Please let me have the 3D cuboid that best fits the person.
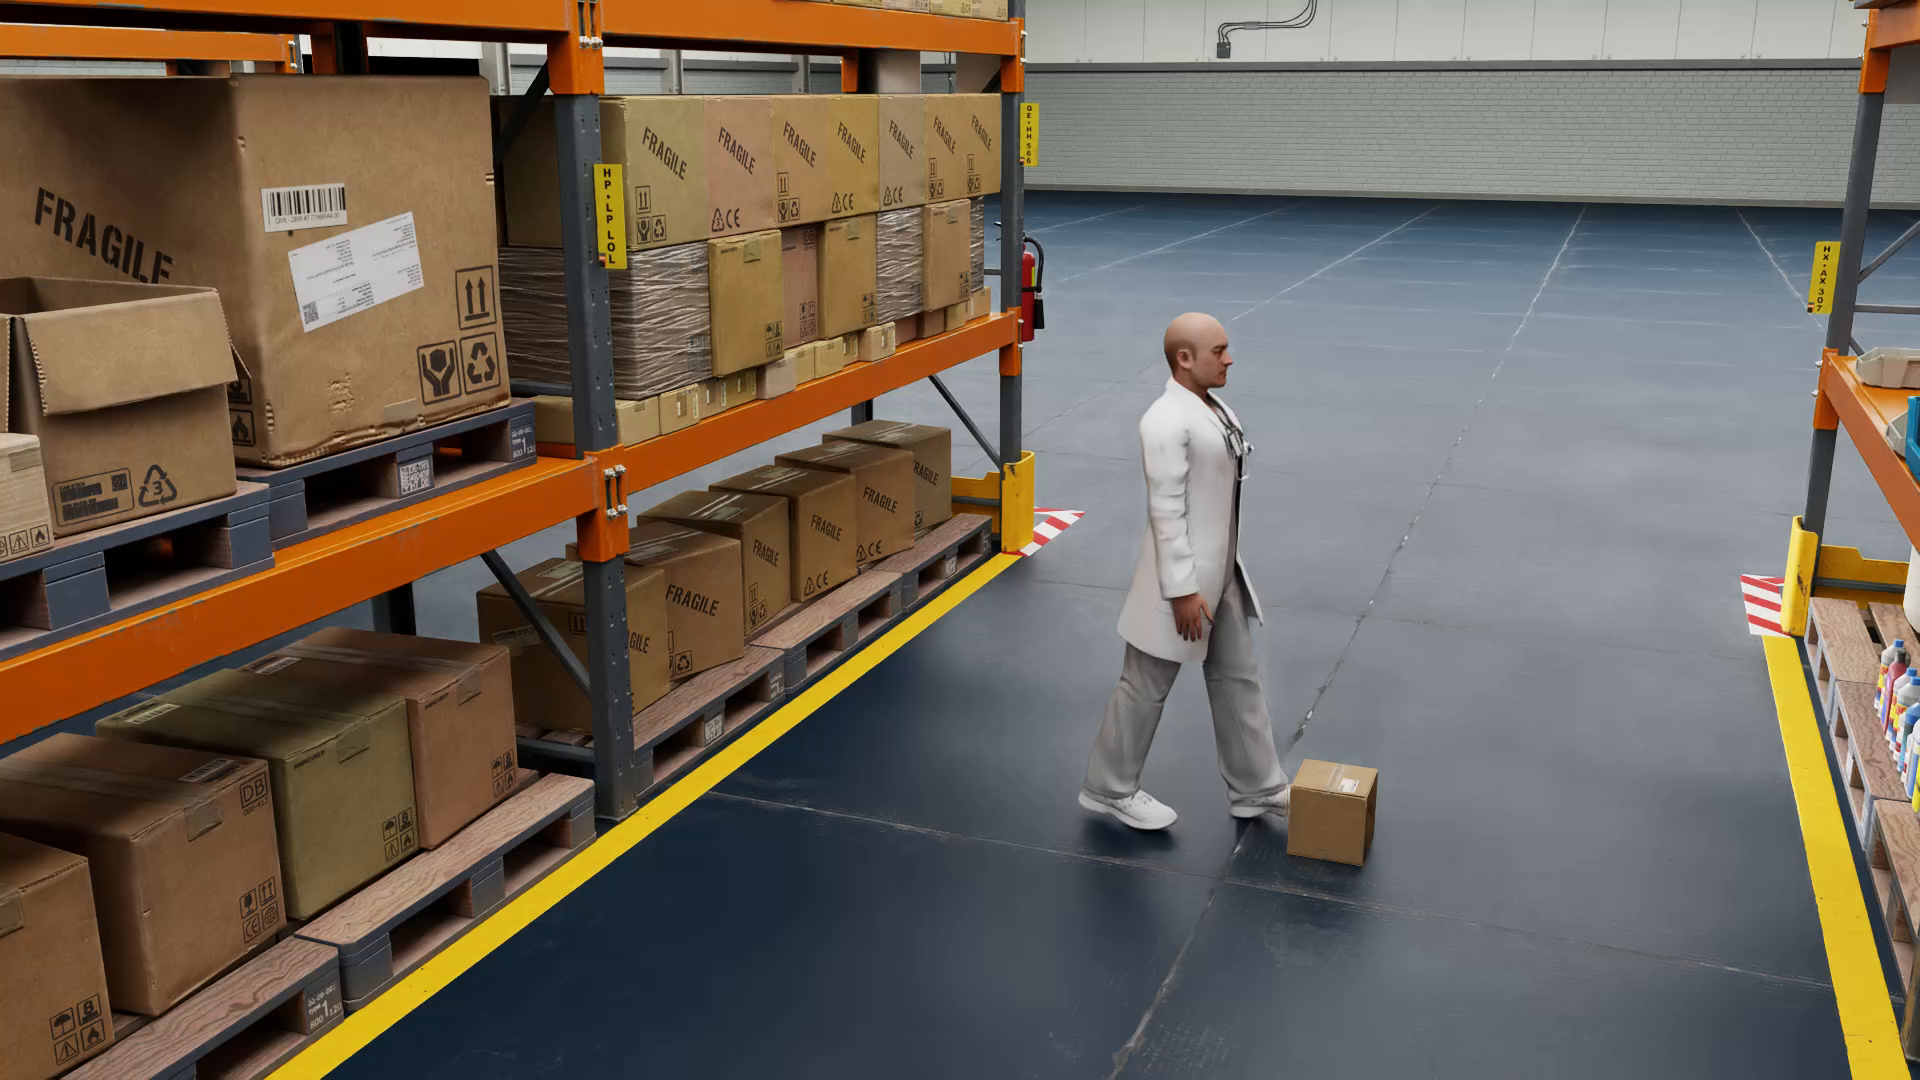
[{"bbox_3d":[0.831,0.129,5.556,0.841,1.766,0.577,8,17,26],"label":"person"}]
